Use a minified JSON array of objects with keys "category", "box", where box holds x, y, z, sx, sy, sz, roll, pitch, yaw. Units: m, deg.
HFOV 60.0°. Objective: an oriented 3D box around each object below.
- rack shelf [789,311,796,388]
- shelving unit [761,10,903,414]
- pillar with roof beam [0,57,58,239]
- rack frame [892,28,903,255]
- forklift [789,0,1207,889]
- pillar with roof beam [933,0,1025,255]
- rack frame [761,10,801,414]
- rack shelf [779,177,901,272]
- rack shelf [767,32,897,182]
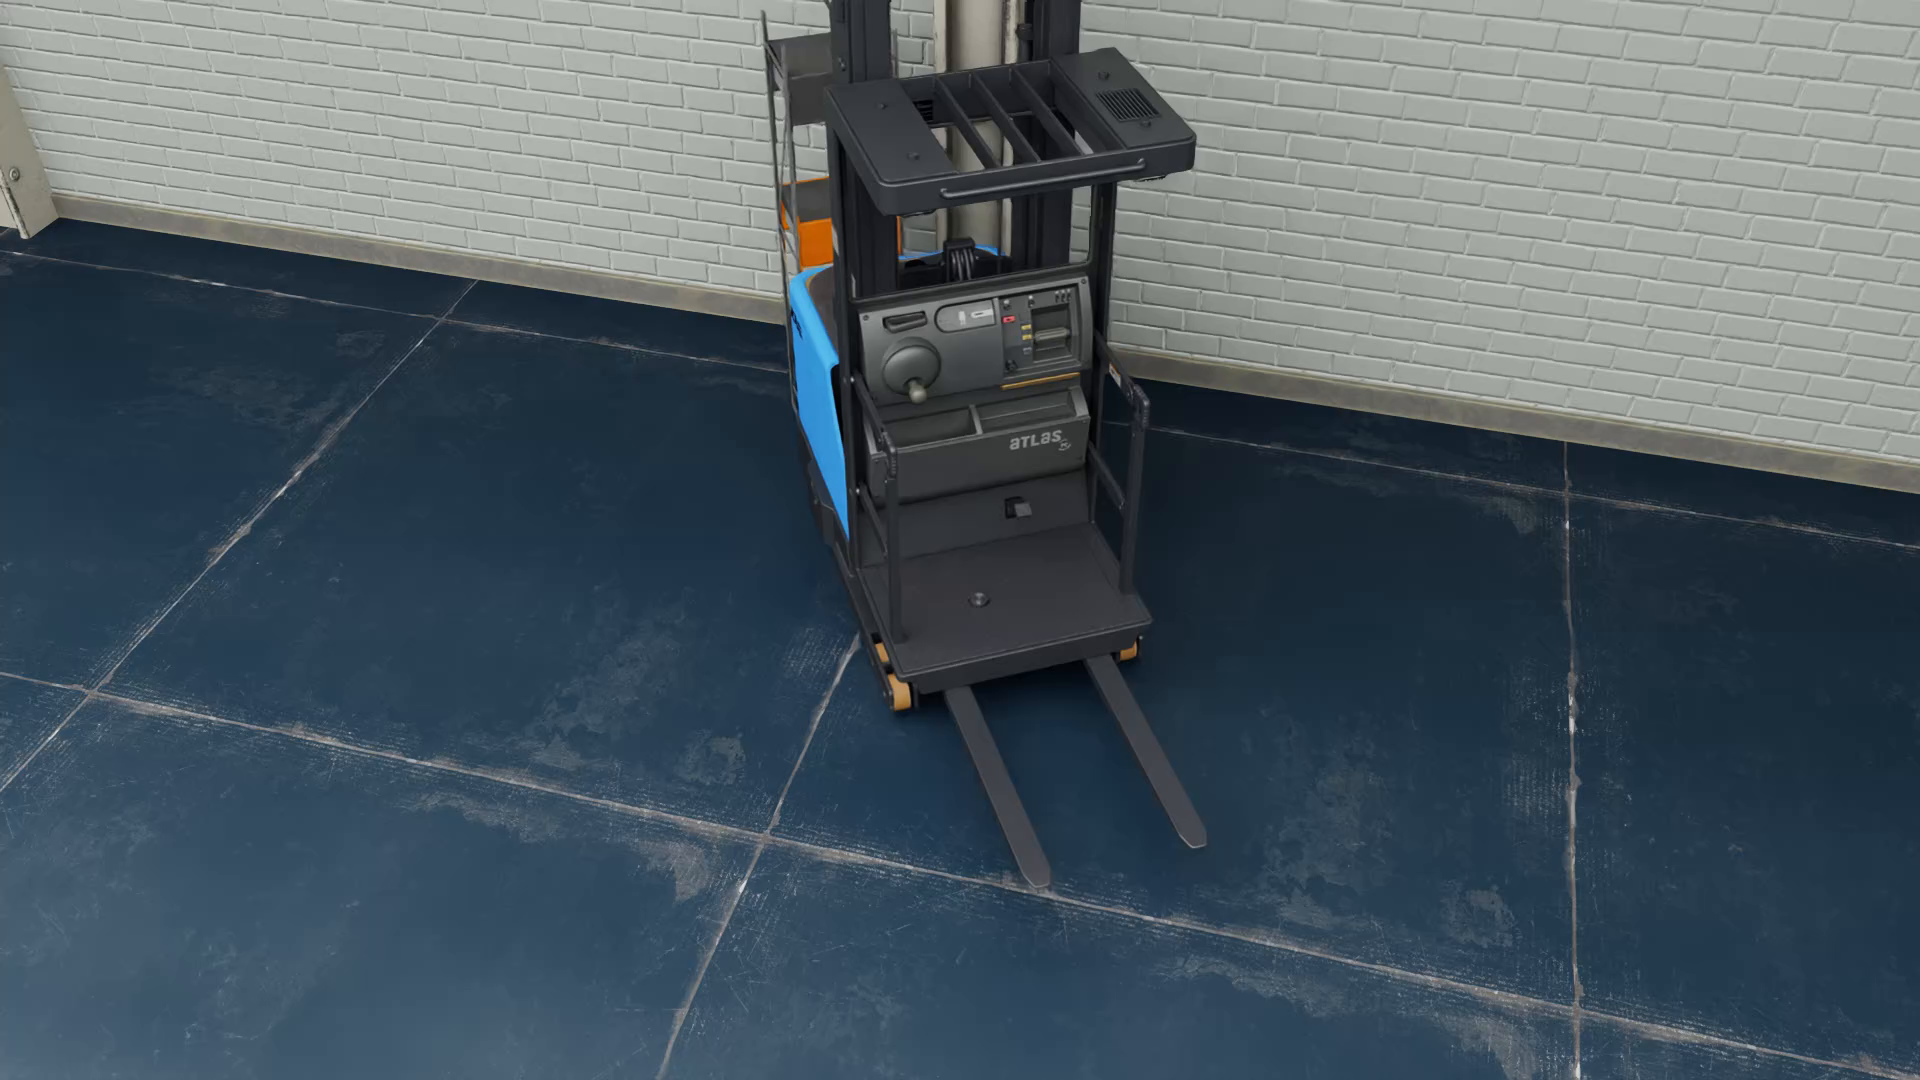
[{"category":"rack shelf","box":[-0.565,-0.879,8.274,0.480,0.518,0.431,-12,41,-14]},{"category":"shelving unit","box":[-0.565,-1.426,7.815,0.503,2.100,0.431,-12,41,-14]},{"category":"pillar with roof beam","box":[-6.799,-2.689,3.954,0.400,9.000,9.100,10,41,11]},{"category":"rack frame","box":[-0.333,-1.475,7.873,0.015,2.100,0.400,-12,41,-14]},{"category":"forklift","box":[0.136,-0.703,6.308,1.130,2.935,3.031,-11,41,-13]},{"category":"pillar with roof beam","box":[-1.003,-1.691,2.767,0.400,9.000,9.100,10,41,11]},{"category":"rack frame","box":[-0.797,-1.377,7.757,0.015,2.100,0.400,-12,41,-14]},{"category":"rack shelf","box":[-0.565,-1.415,7.824,0.480,0.518,0.431,-12,41,-14]},{"category":"rack shelf","box":[-0.565,-1.952,7.374,0.480,0.518,0.431,-12,41,-14]}]
